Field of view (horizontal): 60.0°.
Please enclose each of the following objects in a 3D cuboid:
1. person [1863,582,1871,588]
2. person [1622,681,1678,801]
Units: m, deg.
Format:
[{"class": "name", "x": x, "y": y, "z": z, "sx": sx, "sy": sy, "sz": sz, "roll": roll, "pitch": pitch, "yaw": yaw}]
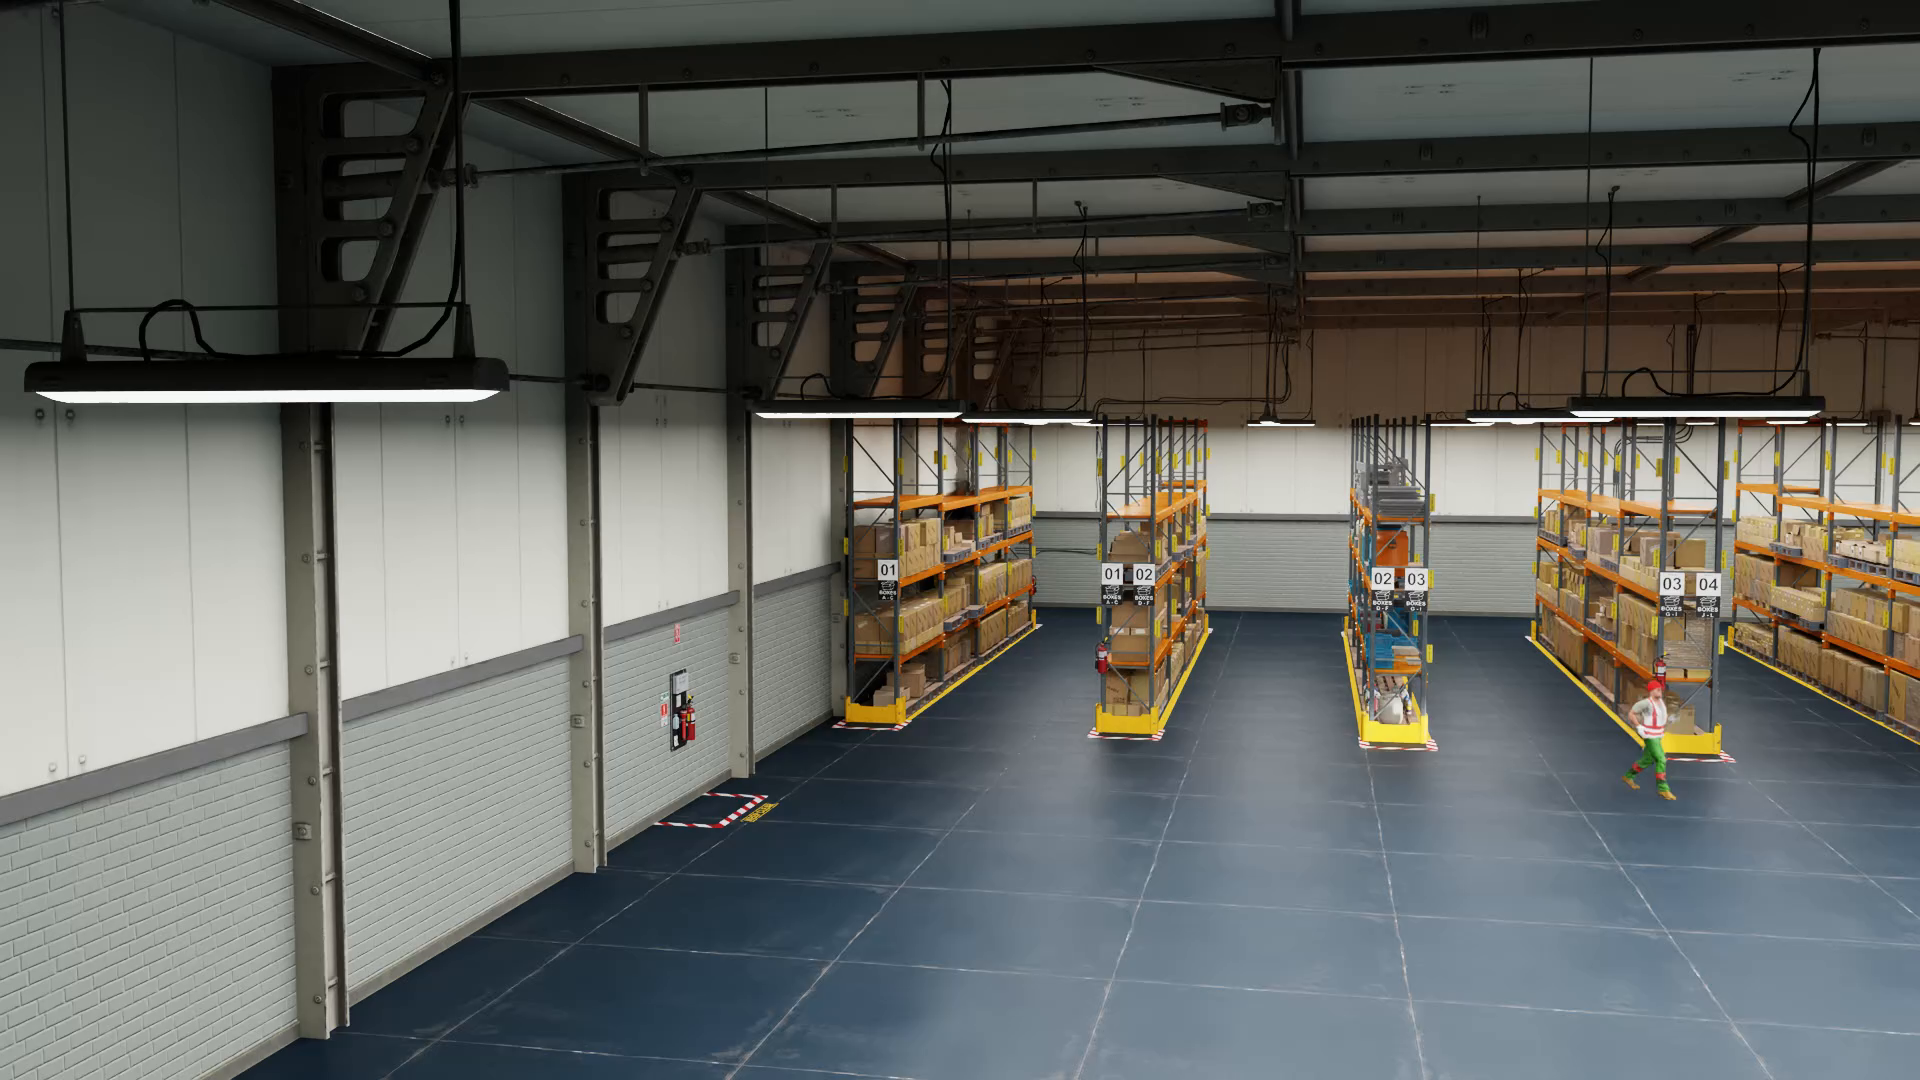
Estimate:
[{"class": "person", "x": 24.342, "y": 1.899, "z": 44.631, "sx": 0.828, "sy": 1.701, "sz": 0.555, "roll": 1, "pitch": 4, "yaw": 12}, {"class": "person", "x": 10.809, "y": 3.092, "z": 25.968, "sx": 0.629, "sy": 1.817, "sz": 0.912, "roll": -3, "pitch": 5, "yaw": -42}]
